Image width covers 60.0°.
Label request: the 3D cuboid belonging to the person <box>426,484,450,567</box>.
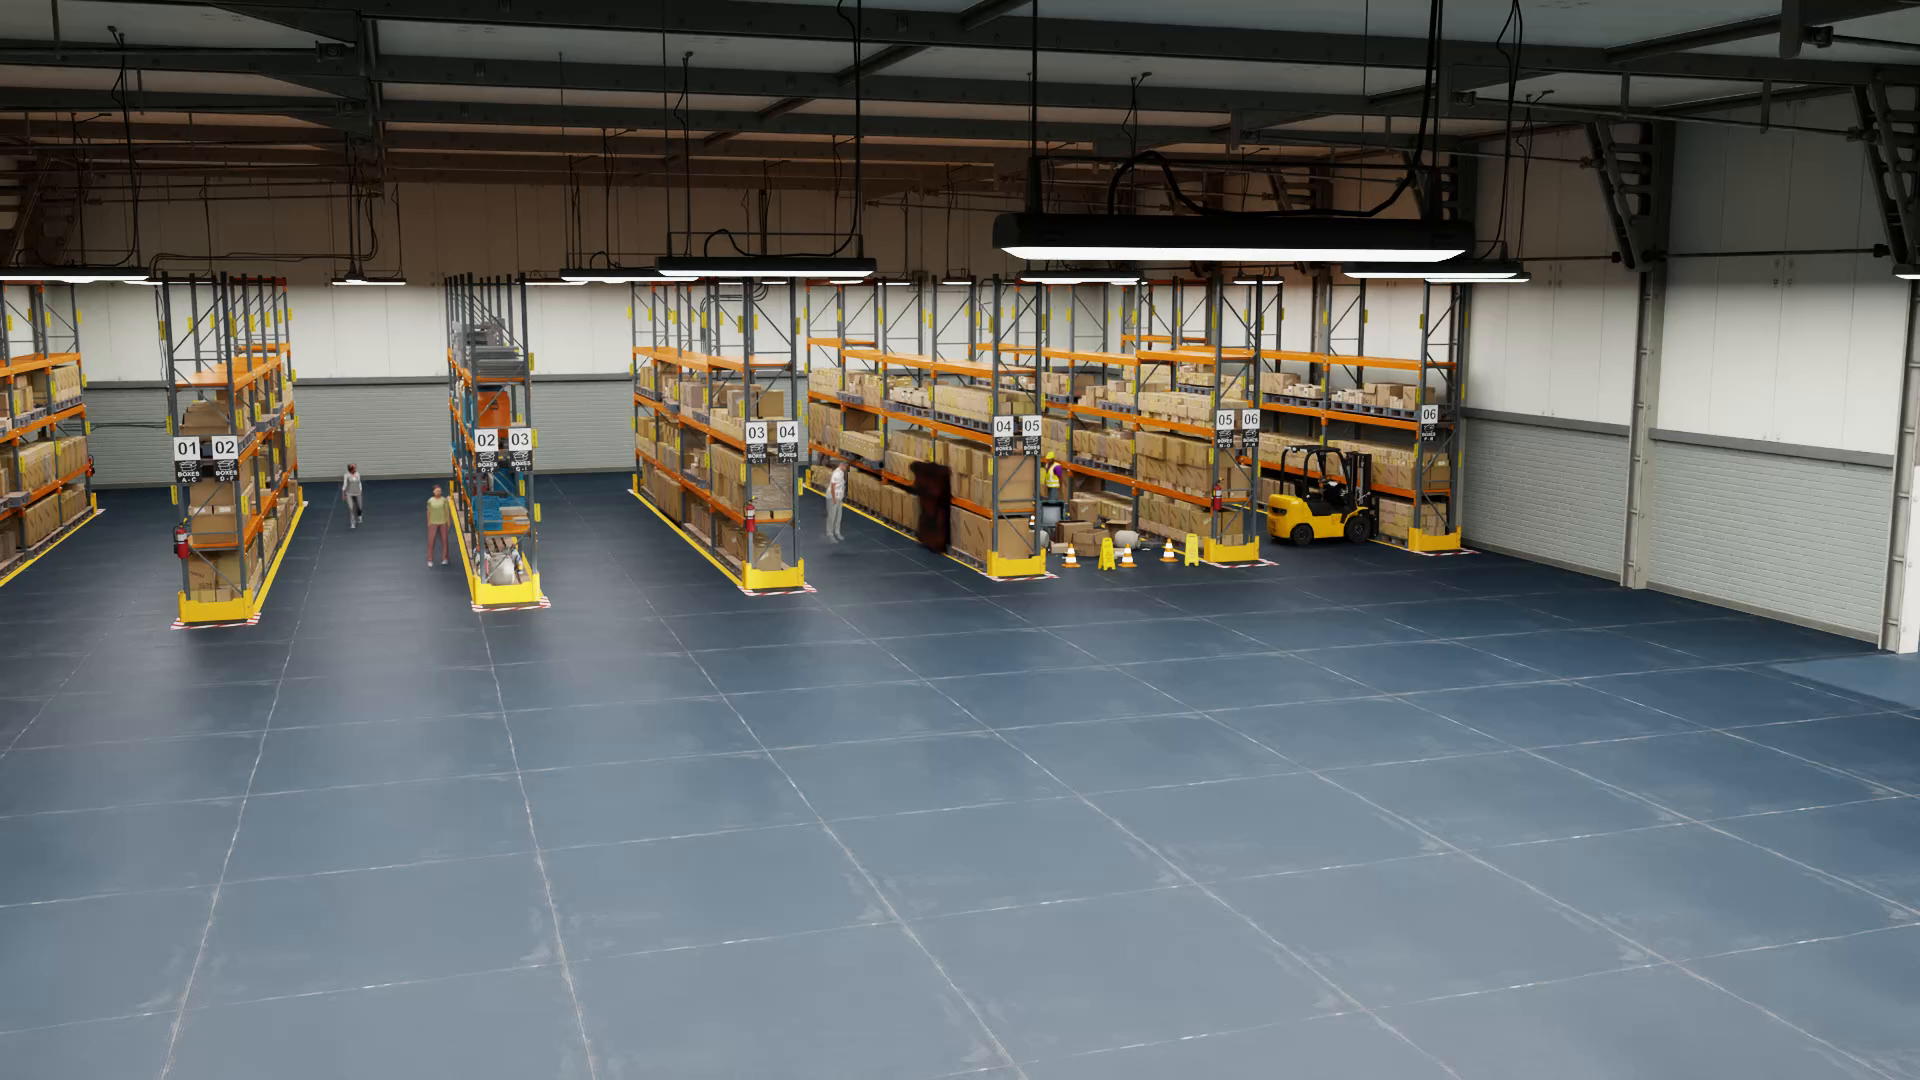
[{"bbox_3d":[-10.900,-0.307,34.692,0.521,1.706,0.445,-3,9,-22],"label":"person"}]

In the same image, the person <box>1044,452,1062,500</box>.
[{"bbox_3d":[2.242,-1.283,40.670,0.387,1.766,0.633,-2,9,-16],"label":"person"}]

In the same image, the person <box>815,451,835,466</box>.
[{"bbox_3d":[-4.106,-2.739,50.496,0.578,1.699,0.677,6,11,36],"label":"person"}]

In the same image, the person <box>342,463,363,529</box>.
[{"bbox_3d":[-14.603,-1.078,39.934,0.458,1.570,0.624,-3,9,-21],"label":"person"}]

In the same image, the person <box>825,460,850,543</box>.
[{"bbox_3d":[-2.684,-0.854,36.257,0.498,1.761,0.596,3,9,17],"label":"person"}]
